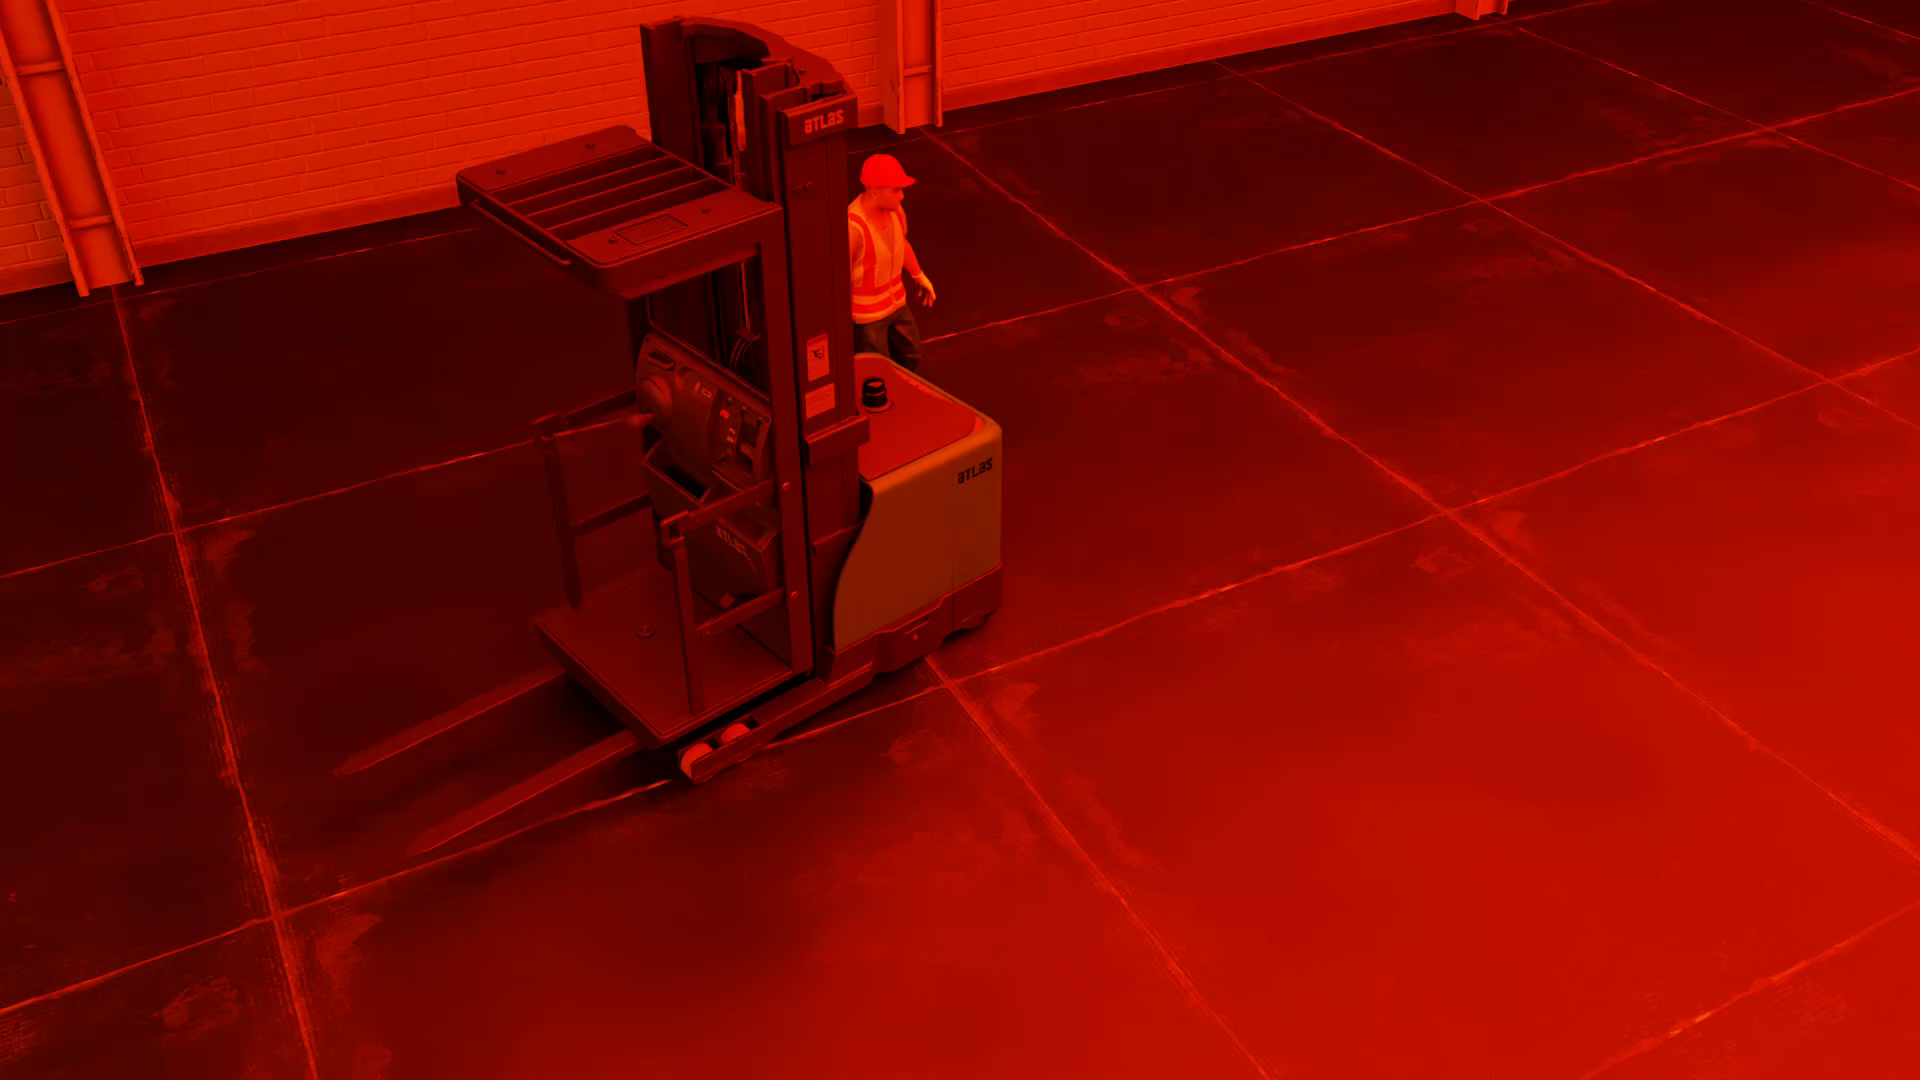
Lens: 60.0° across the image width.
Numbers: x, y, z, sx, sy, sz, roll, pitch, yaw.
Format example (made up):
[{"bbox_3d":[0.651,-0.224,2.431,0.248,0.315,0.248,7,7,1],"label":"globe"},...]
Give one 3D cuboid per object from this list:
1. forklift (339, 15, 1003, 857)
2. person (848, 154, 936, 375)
[{"bbox_3d":[-1.233,-0.494,6.822,3.031,2.935,1.130,-27,43,-33],"label":"forklift"},{"bbox_3d":[-0.424,-1.230,8.882,0.413,1.757,0.805,20,40,26],"label":"person"}]
